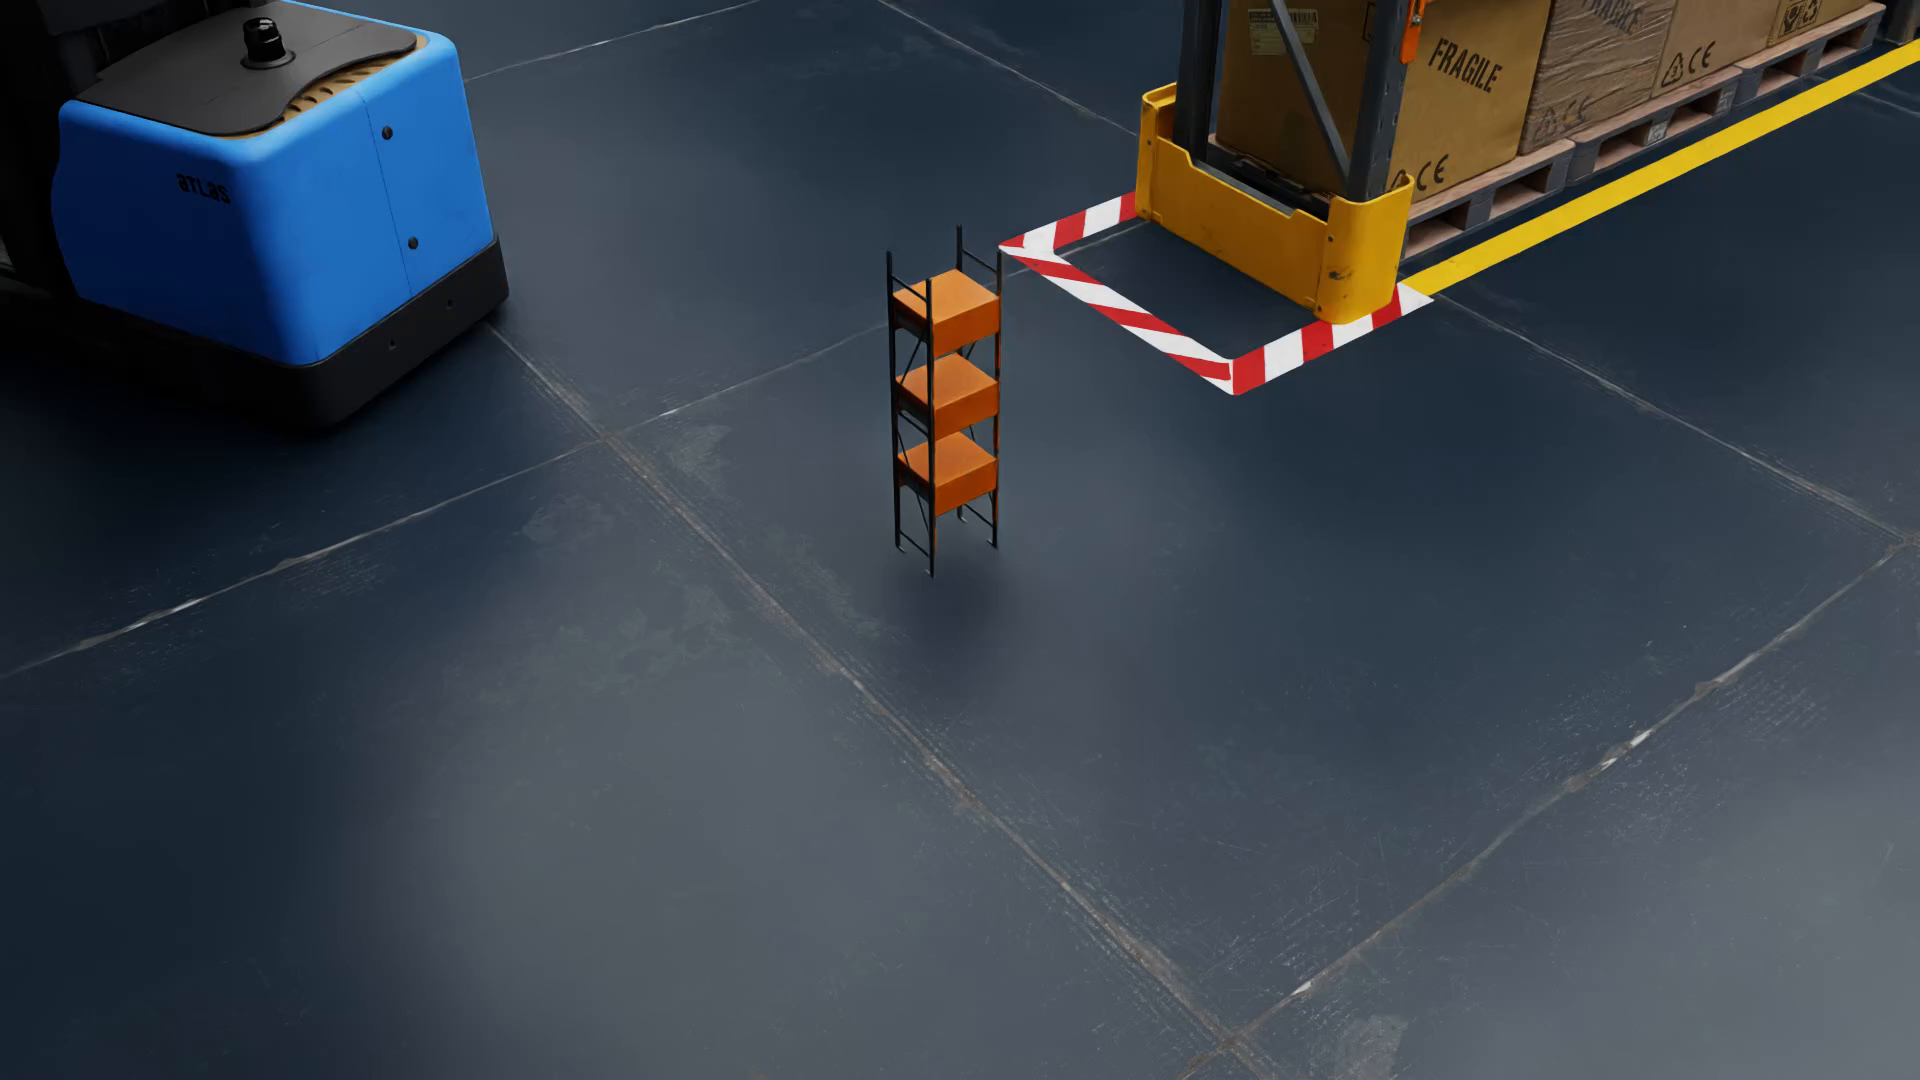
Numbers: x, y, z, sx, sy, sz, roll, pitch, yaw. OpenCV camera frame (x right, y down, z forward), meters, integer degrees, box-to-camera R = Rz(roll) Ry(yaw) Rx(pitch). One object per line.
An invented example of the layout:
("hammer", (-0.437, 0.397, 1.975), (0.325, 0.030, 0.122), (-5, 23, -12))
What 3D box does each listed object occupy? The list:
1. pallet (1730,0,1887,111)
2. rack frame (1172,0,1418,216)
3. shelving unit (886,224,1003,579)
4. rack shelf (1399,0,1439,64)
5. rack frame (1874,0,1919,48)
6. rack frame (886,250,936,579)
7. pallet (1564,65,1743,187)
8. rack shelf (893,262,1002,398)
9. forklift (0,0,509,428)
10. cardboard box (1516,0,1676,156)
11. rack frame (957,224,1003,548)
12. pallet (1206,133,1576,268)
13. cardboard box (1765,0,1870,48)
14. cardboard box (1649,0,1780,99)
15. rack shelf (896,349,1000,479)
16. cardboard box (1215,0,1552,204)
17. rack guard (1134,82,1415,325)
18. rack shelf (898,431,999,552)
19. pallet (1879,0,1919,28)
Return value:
("pallet", (3.731, -2.532, 8.170), (1.213, 0.211, 1.003), (-26, 46, -28))
("rack frame", (1.210, -2.319, 5.711), (0.127, 3.000, 1.000), (-26, 46, -28))
("shelving unit", (-0.042, -0.385, 4.892), (0.252, 1.050, 0.215), (-26, 46, -28))
("rack shelf", (2.796, -2.813, 6.882), (4.000, 0.370, 1.077), (-26, 46, -28))
("rack frame", (4.382, -3.864, 7.596), (0.127, 3.000, 1.000), (-26, 46, -28))
("rack frame", (-0.139, -0.338, 4.834), (0.008, 1.050, 0.200), (-26, 46, -28))
("pallet", (2.763, -2.058, 7.592), (1.213, 0.211, 1.003), (-26, 46, -28))
("rack shelf", (-0.042, -0.596, 4.719), (0.240, 0.259, 0.215), (-26, 46, -28))
("forklift", (-3.251, -2.158, 5.570), (3.031, 2.935, 1.130), (17, 42, 20))
("cardboard box", (2.390, -2.299, 7.031), (0.875, 0.875, 0.875), (-26, 46, -28))
("rack frame", (0.054, -0.432, 4.949), (0.008, 1.050, 0.200), (-26, 46, -28))
("pallet", (1.796, -1.589, 7.020), (1.213, 0.211, 1.003), (-26, 46, -28))
("cardboard box", (3.810, -2.991, 7.875), (0.875, 0.875, 0.875), (-26, 46, -28))
("cardboard box", (3.096, -2.643, 7.451), (0.875, 0.875, 0.875), (-26, 46, -28))
("rack shelf", (-0.042, -0.377, 4.899), (0.240, 0.259, 0.215), (-26, 46, -28))
("cardboard box", (1.669, -1.947, 6.603), (0.875, 0.875, 0.875), (-26, 46, -28))
("rack guard", (1.191, -1.343, 6.493), (0.348, 0.500, 1.175), (-26, 46, -28))
("rack shelf", (-0.042, -0.162, 5.075), (0.240, 0.259, 0.215), (-26, 46, -28))
("pallet", (4.948, -3.122, 8.890), (1.213, 0.211, 1.003), (-26, 46, -28))
